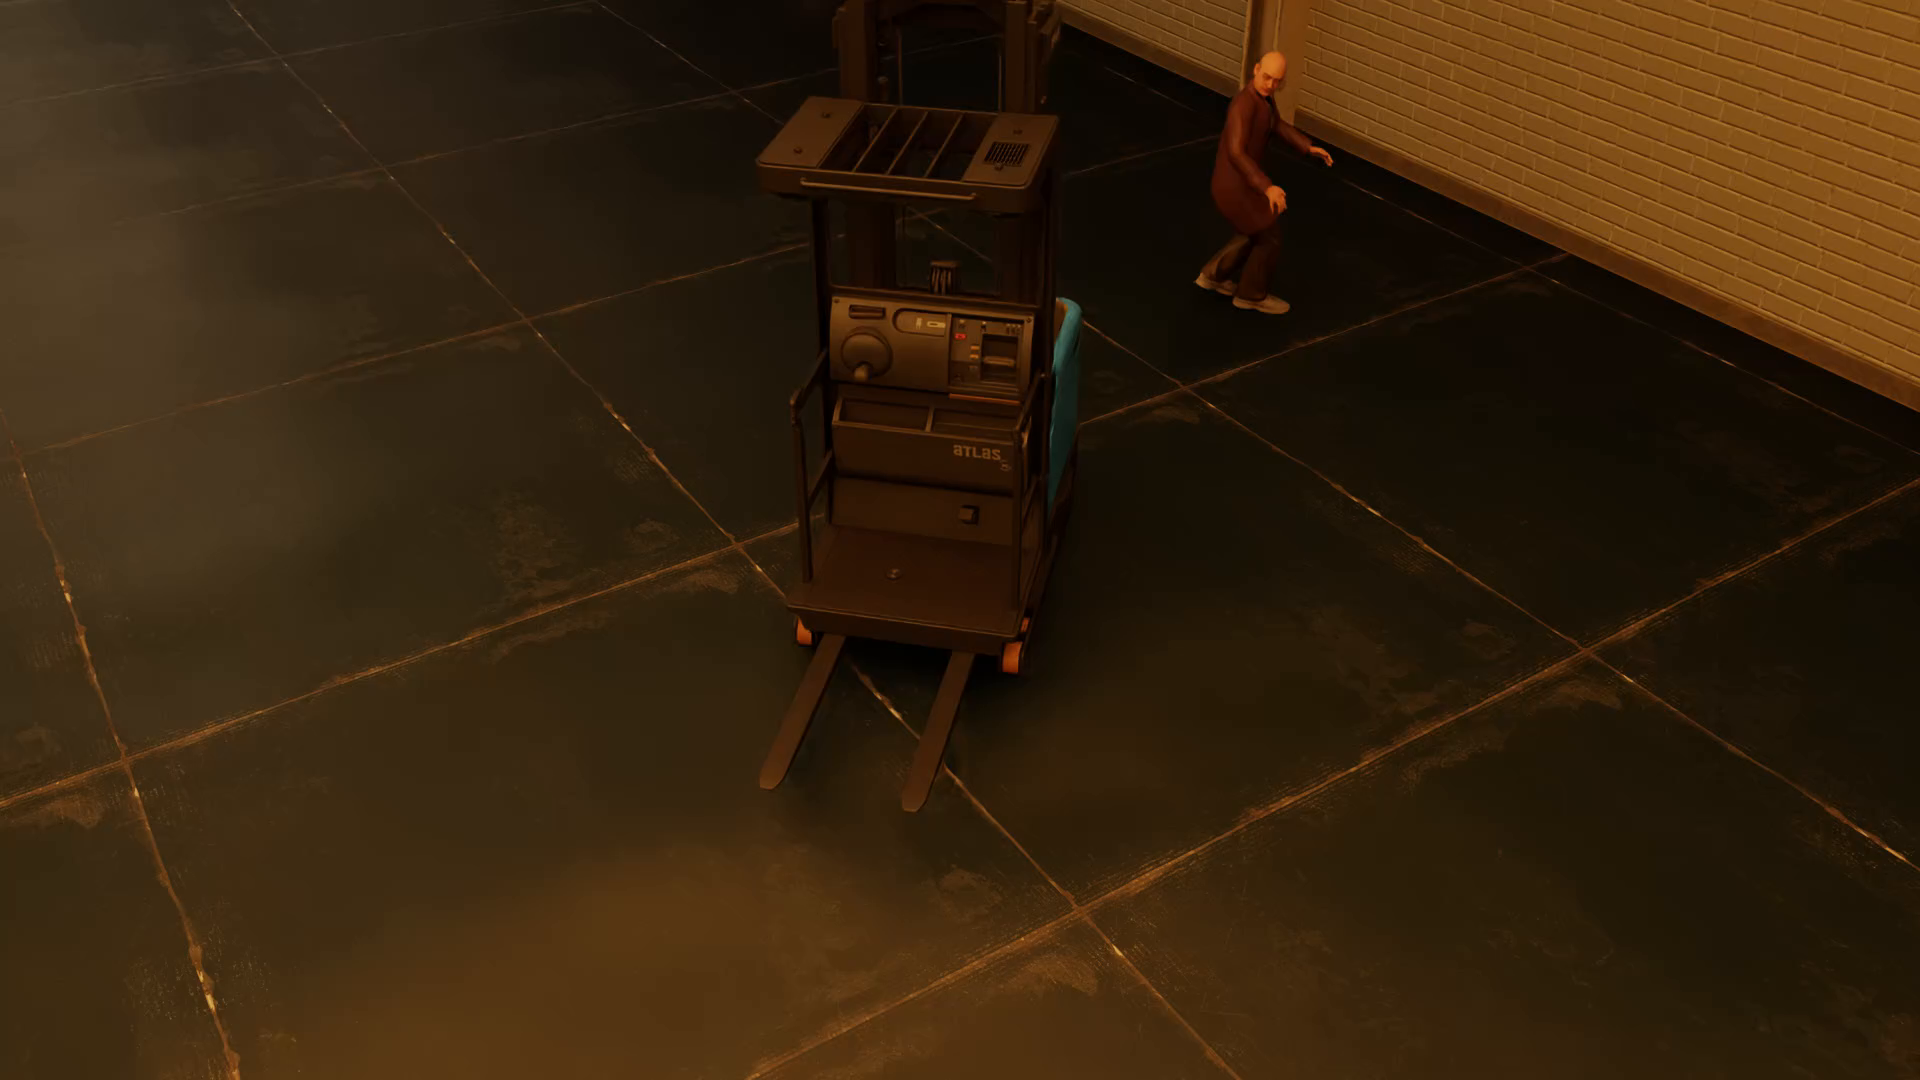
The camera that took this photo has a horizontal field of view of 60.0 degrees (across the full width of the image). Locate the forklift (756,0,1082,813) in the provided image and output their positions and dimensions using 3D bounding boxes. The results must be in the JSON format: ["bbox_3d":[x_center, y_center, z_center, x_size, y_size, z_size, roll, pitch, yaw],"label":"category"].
[{"bbox_3d":[-0.175,-0.805,7.293,1.130,2.935,3.031,7,36,10],"label":"forklift"}]

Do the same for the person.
[{"bbox_3d":[1.920,-2.202,10.375,0.797,1.677,0.876,5,35,7],"label":"person"}]
